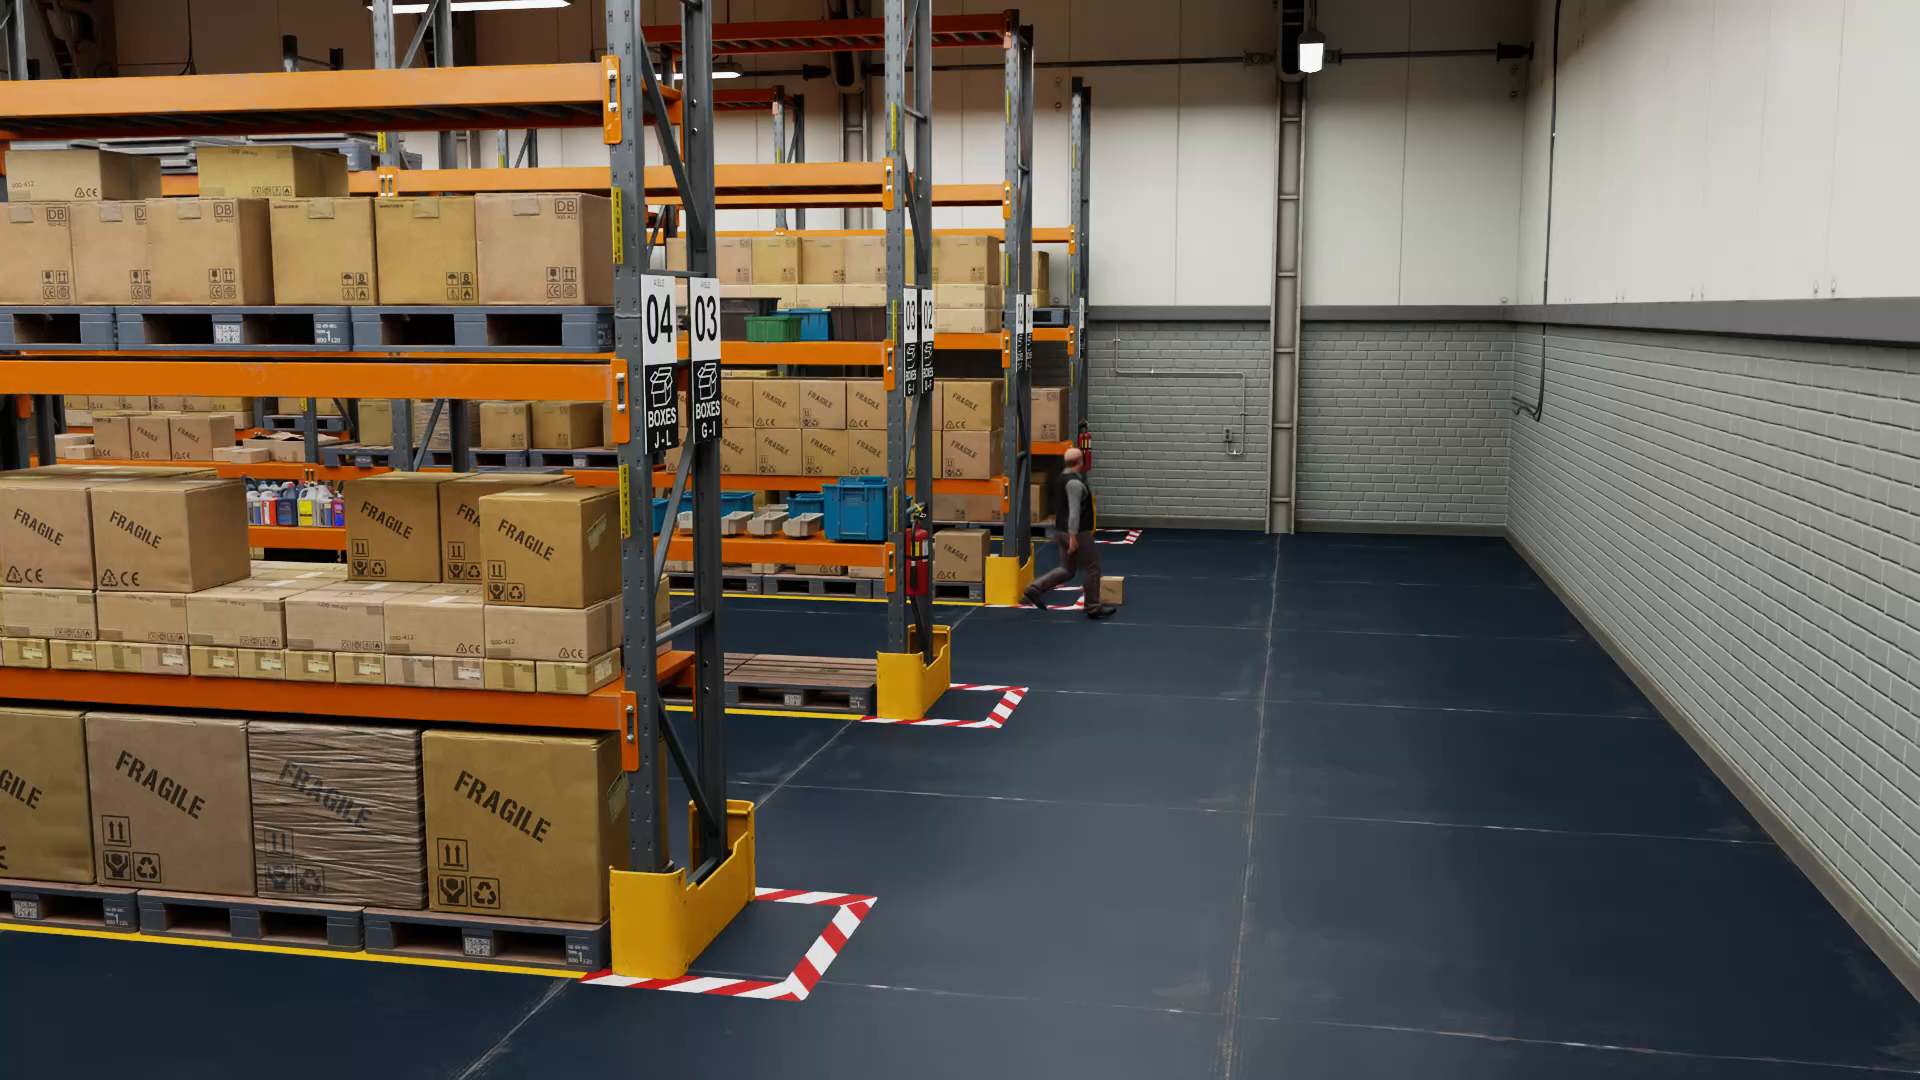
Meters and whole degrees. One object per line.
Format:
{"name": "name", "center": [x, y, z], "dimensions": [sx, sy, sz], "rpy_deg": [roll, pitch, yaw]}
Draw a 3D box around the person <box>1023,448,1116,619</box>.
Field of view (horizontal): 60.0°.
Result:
{"name": "person", "center": [1.095, -0.064, 16.431], "dimensions": [0.906, 1.697, 0.572], "rpy_deg": [-2, 8, -16]}
